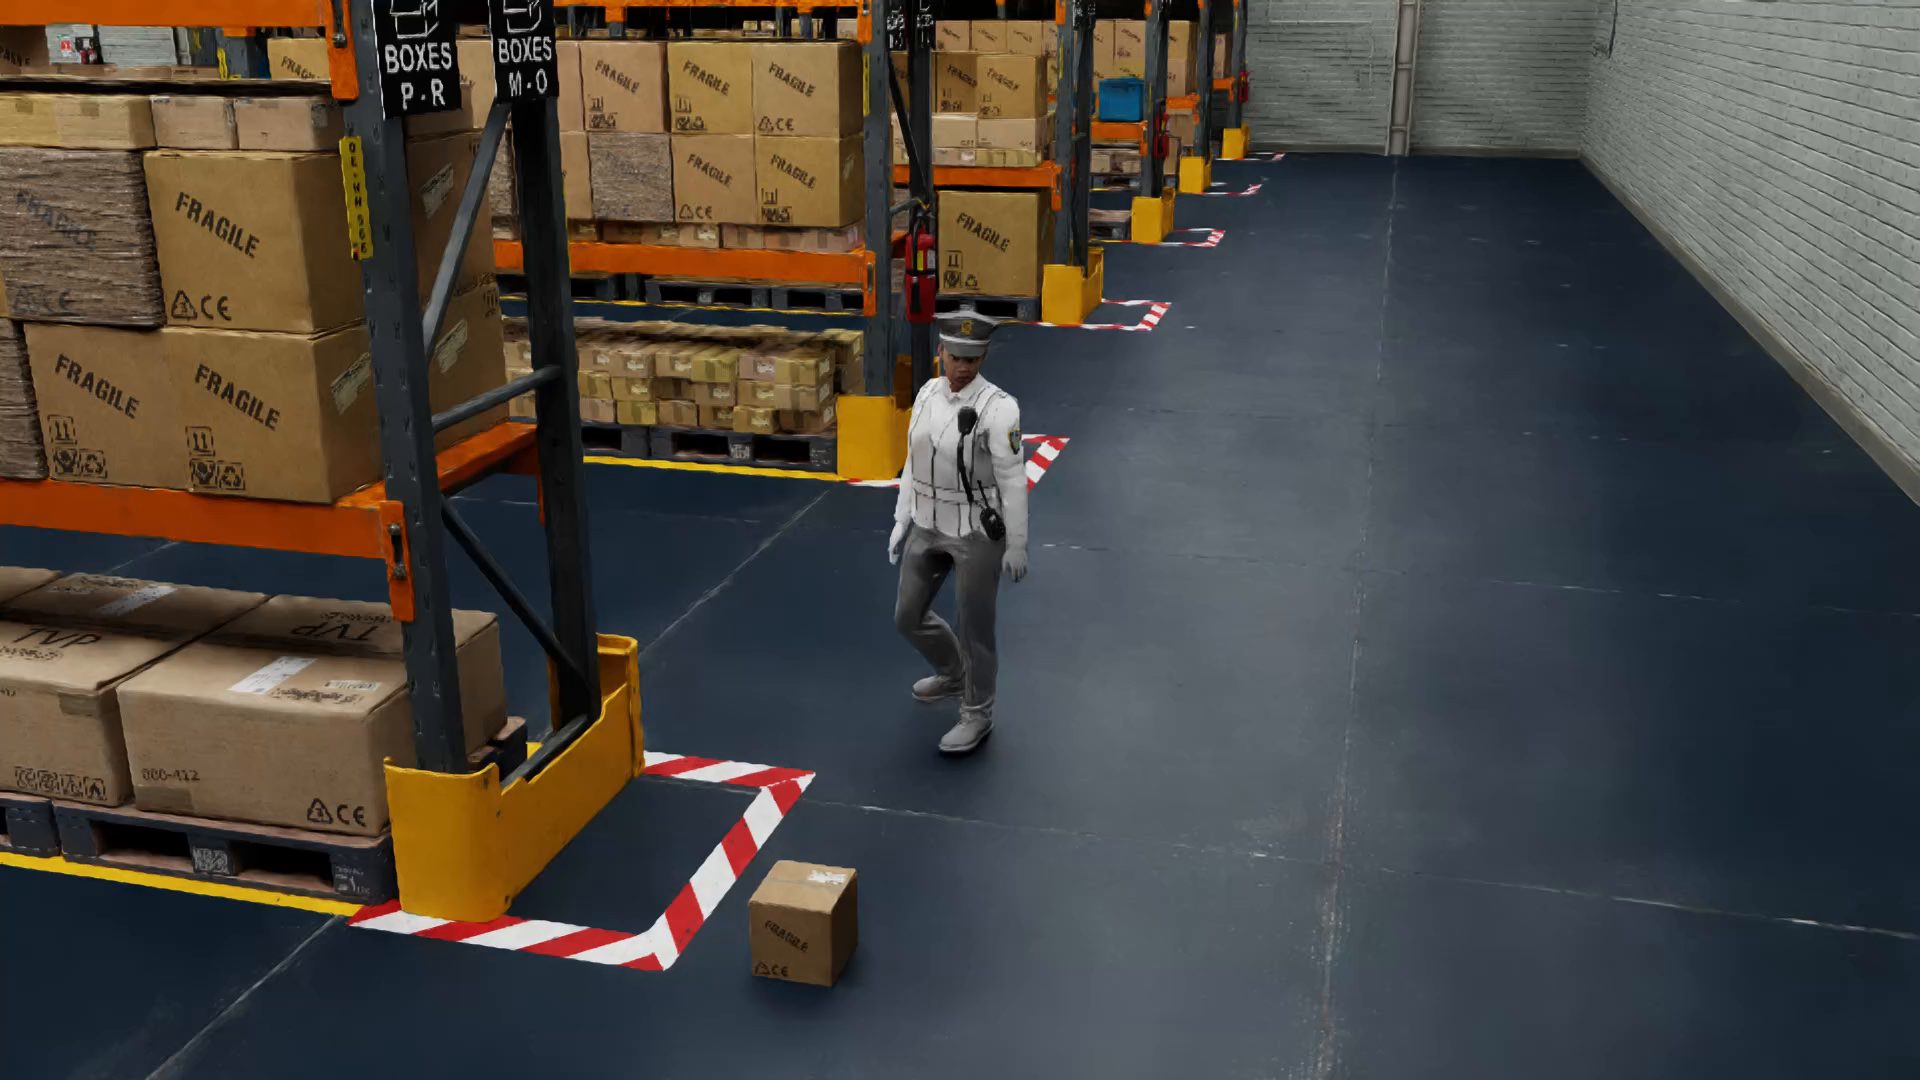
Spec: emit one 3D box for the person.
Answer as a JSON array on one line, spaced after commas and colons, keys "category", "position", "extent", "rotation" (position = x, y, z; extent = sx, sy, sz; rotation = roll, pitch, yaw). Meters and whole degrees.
[{"category": "person", "position": [-0.012, -0.040, 6.120], "extent": [0.648, 1.659, 0.437], "rotation": [16, 24, 39]}]
